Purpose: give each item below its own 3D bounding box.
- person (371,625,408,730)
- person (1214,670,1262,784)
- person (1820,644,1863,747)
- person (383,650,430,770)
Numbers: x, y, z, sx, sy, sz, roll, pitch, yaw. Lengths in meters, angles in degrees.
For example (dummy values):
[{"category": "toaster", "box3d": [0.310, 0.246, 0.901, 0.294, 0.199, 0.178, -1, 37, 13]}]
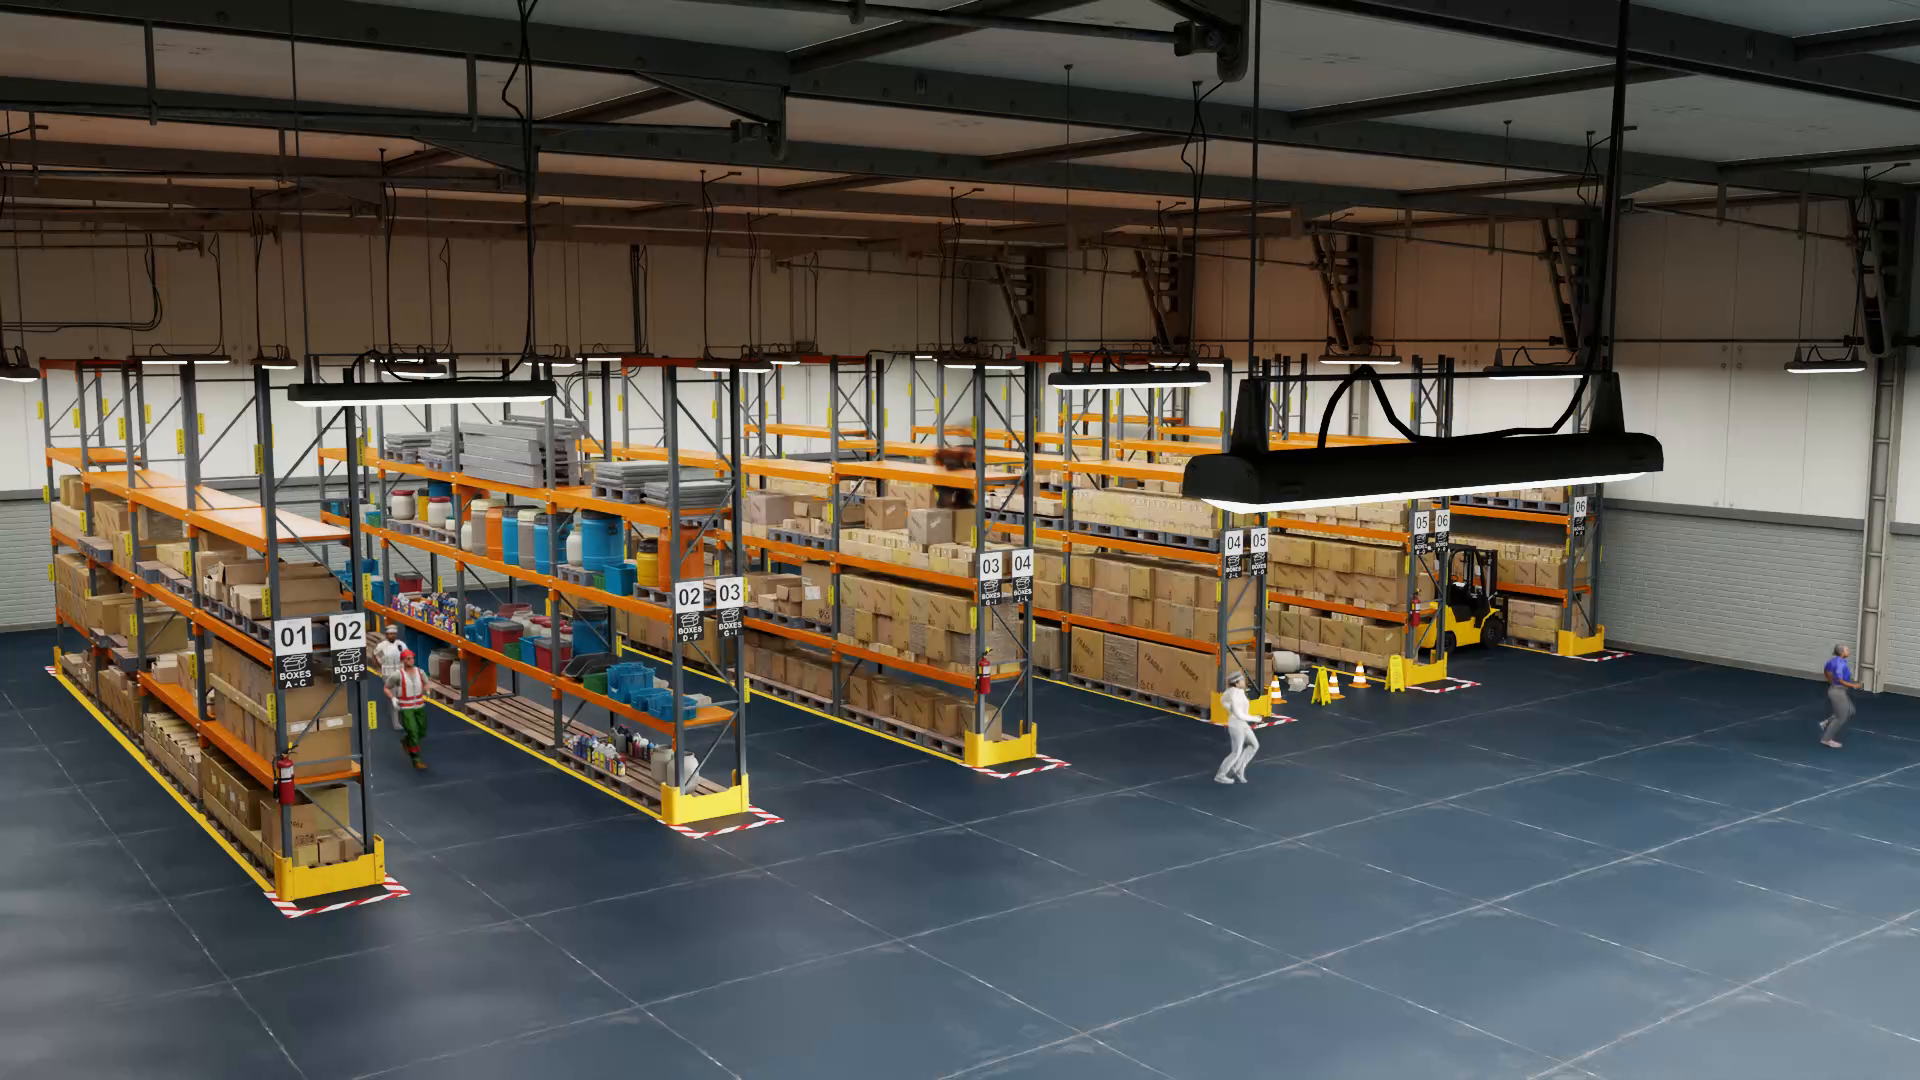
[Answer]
[{"category": "person", "box3d": [-9.298, 2.209, 27.263, 0.581, 1.676, 0.932, -4, 8, -33]}, {"category": "person", "box3d": [3.972, 2.668, 23.718, 0.654, 1.675, 0.623, 1, 7, 7]}, {"category": "person", "box3d": [13.758, 2.417, 25.943, 0.537, 1.624, 0.624, 2, 7, 19]}, {"category": "person", "box3d": [-8.181, 2.498, 24.725, 0.850, 1.758, 0.668, 7, 10, 44]}]
